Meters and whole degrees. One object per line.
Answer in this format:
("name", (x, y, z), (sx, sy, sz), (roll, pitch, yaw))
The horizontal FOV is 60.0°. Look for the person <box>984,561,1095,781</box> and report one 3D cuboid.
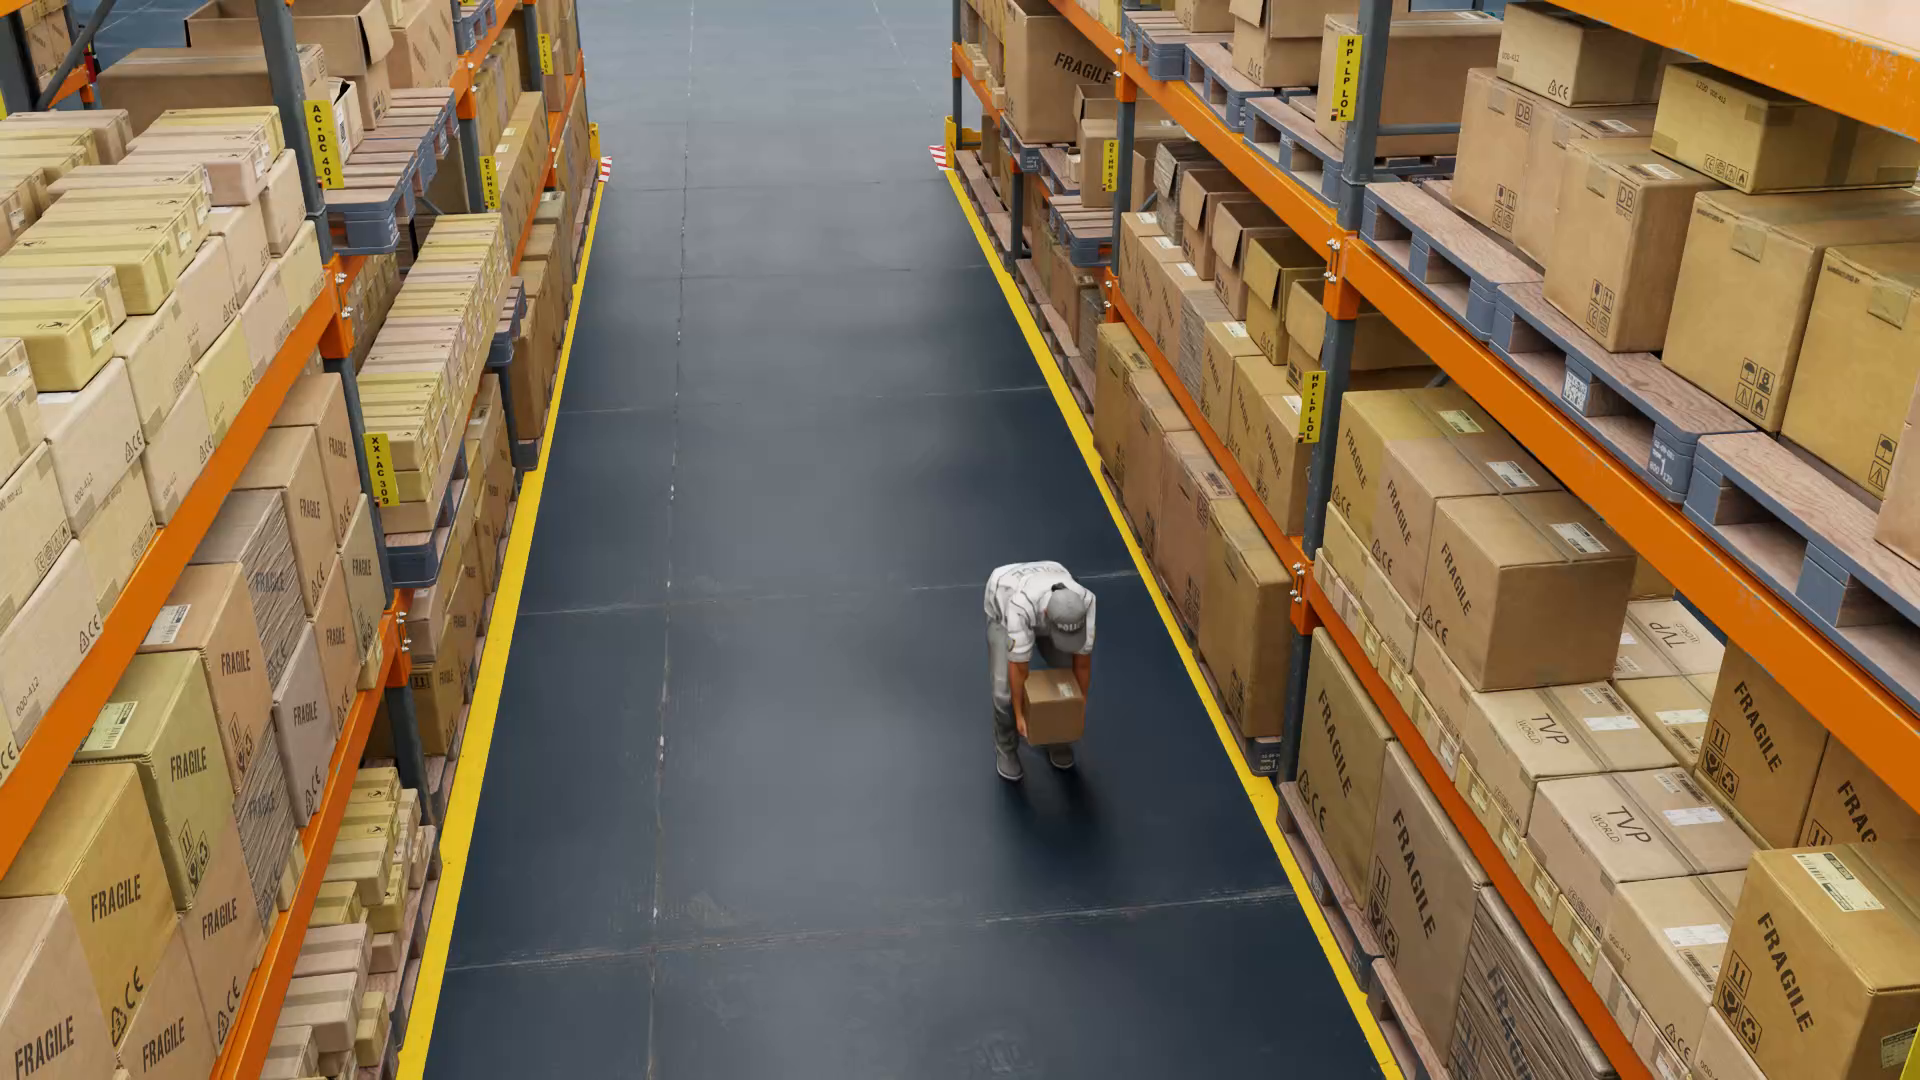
("person", (0.393, 0.619, 7.900), (0.472, 1.228, 0.902), (-6, 28, -11))
